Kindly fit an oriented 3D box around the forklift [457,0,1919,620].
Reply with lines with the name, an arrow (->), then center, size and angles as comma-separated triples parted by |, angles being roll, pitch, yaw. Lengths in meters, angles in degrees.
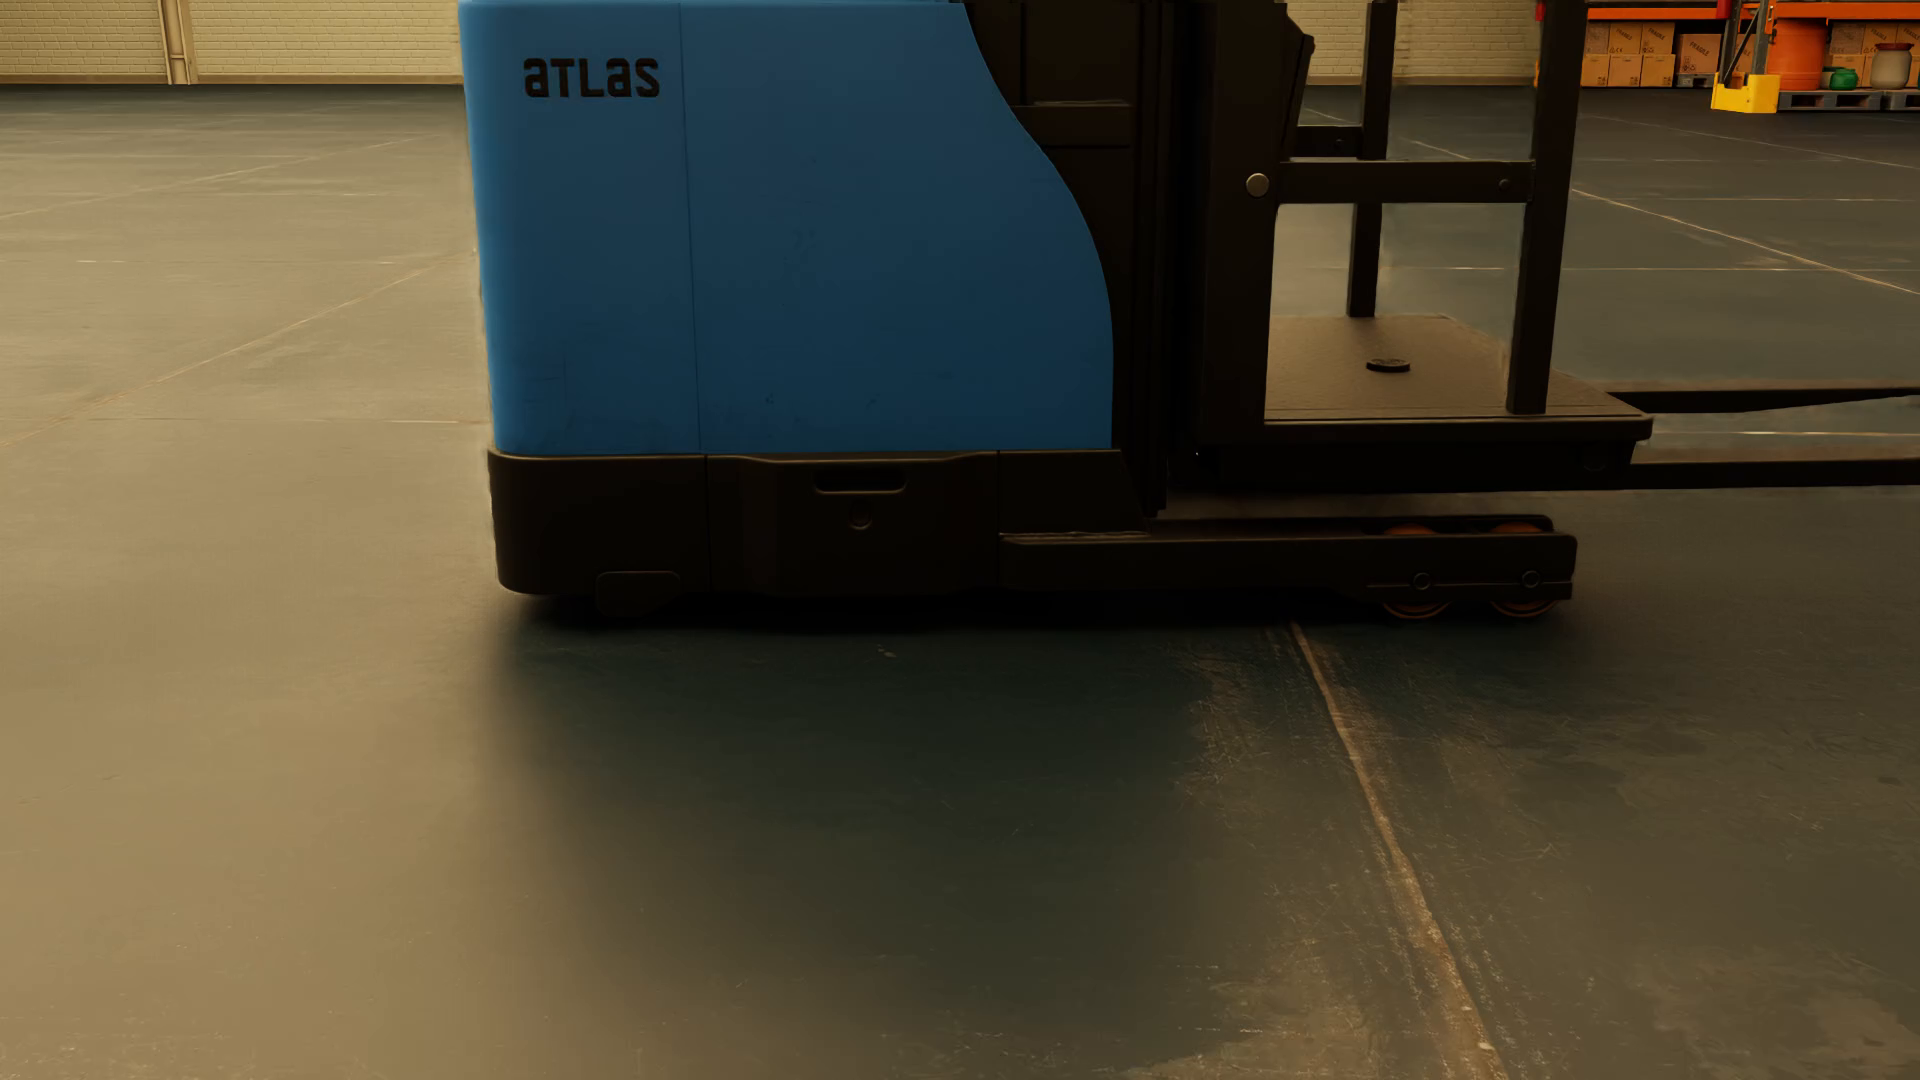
forklift -> 0.679, -1.416, 2.989 | 3.031, 2.935, 1.130 | -1, 17, -3
